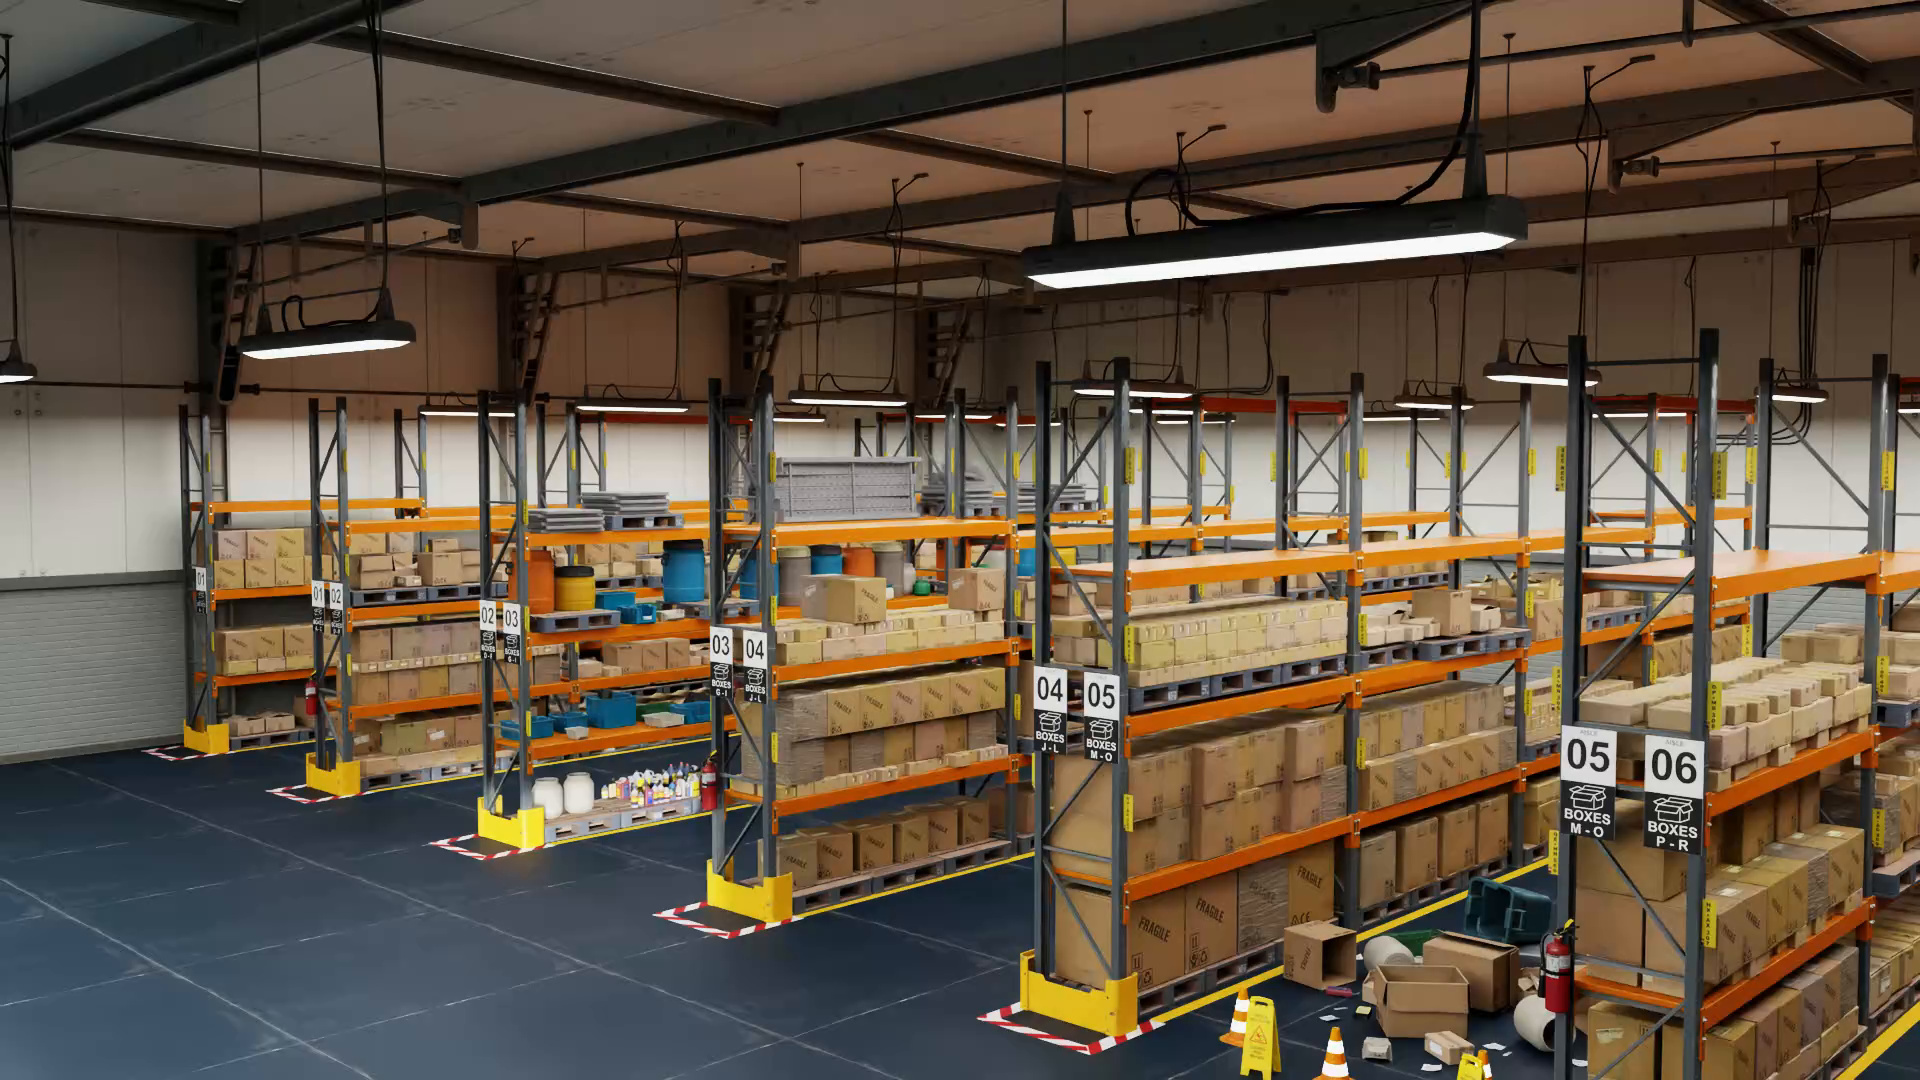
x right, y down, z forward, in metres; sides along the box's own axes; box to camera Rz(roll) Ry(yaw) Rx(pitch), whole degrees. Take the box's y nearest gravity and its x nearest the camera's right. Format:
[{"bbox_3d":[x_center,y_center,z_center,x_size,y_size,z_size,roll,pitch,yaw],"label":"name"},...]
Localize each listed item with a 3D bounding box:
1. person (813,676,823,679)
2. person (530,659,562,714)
[{"bbox_3d":[-2.440,2.801,28.178,0.798,1.816,0.676,-3,4,-45],"label":"person"},{"bbox_3d":[-7.611,2.694,30.558,0.711,1.743,0.756,2,3,30],"label":"person"}]
